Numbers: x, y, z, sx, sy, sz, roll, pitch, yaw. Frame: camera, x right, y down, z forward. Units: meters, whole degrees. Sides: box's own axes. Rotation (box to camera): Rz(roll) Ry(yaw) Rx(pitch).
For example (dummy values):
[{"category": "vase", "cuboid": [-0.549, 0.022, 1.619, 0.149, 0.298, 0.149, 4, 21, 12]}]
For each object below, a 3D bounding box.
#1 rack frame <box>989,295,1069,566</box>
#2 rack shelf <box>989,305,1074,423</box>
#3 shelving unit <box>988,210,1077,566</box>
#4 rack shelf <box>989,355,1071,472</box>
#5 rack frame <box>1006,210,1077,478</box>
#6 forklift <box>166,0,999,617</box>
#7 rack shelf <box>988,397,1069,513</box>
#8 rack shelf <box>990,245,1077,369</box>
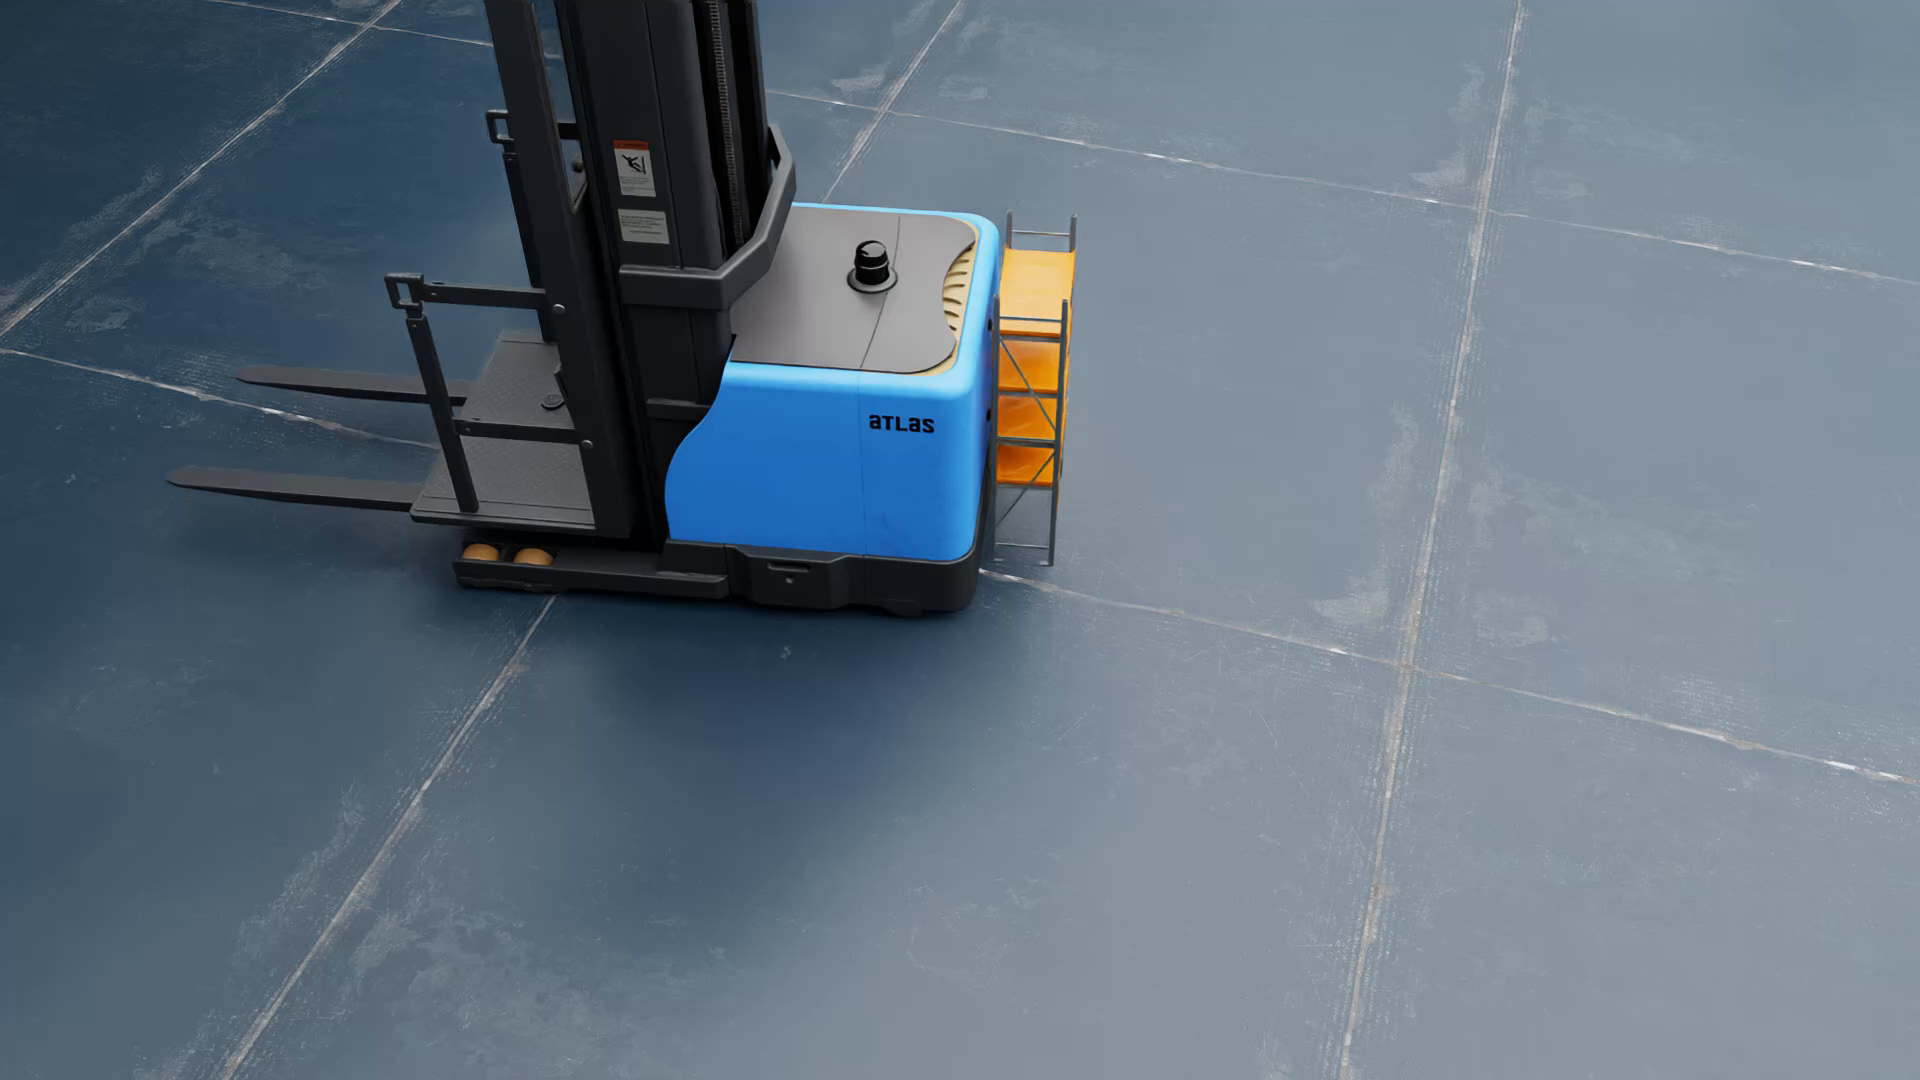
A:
[{"category": "rack frame", "cuboid": [0.228, -0.345, 5.745, 0.240, 1.200, 0.015, 4, 45, 4]}, {"category": "rack shelf", "cuboid": [0.254, -0.627, 5.809, 0.258, 0.148, 0.480, 4, 45, 4]}, {"category": "shelving unit", "cuboid": [0.254, -0.515, 5.918, 0.258, 1.200, 0.503, 4, 45, 4]}, {"category": "rack shelf", "cuboid": [0.254, -0.467, 5.965, 0.258, 0.148, 0.480, 4, 45, 4]}, {"category": "rack frame", "cuboid": [0.279, -0.685, 6.092, 0.240, 1.200, 0.015, 4, 45, 4]}, {"category": "forklift", "cuboid": [-1.402, -1.220, 5.401, 3.031, 2.935, 1.130, 5, 45, 5]}, {"category": "rack shelf", "cuboid": [0.254, -0.325, 6.104, 0.258, 0.148, 0.480, 4, 45, 4]}, {"category": "rack shelf", "cuboid": [0.254, -0.796, 5.644, 0.258, 0.148, 0.480, 4, 45, 4]}]
